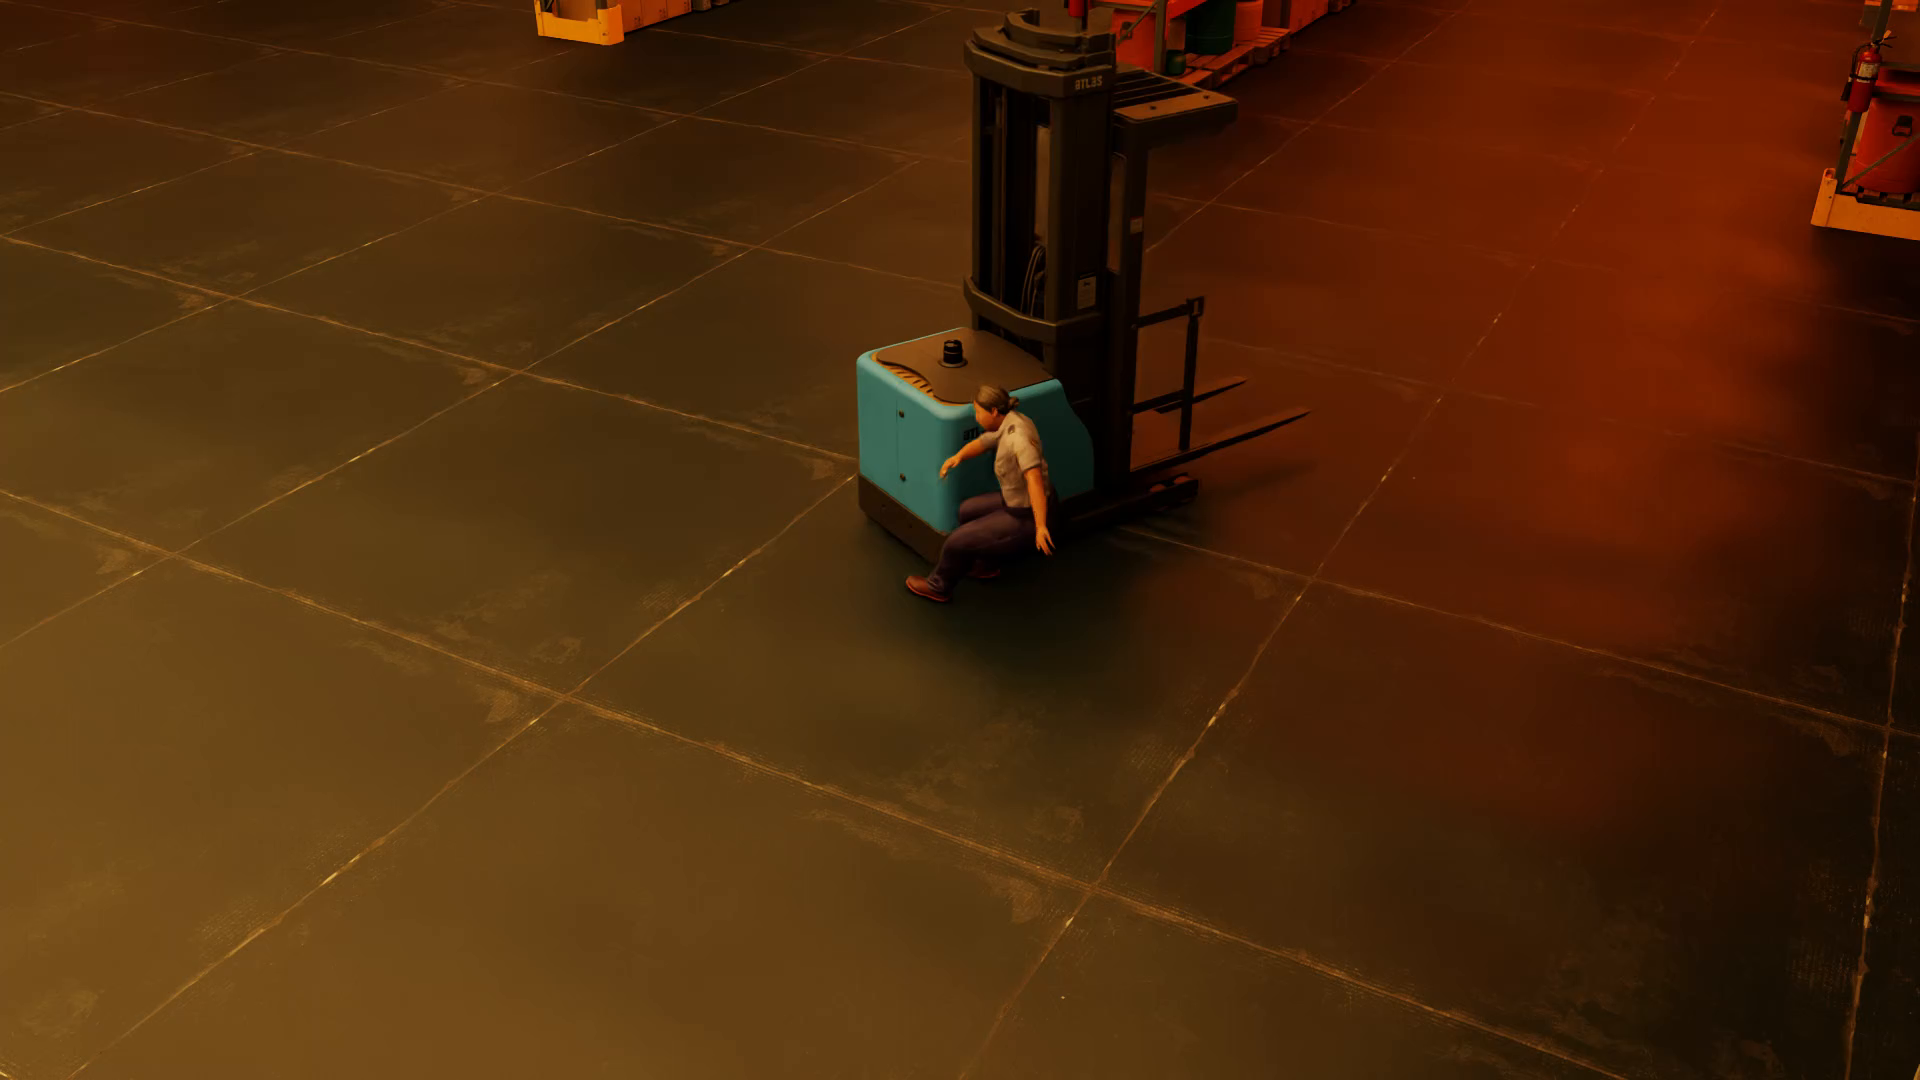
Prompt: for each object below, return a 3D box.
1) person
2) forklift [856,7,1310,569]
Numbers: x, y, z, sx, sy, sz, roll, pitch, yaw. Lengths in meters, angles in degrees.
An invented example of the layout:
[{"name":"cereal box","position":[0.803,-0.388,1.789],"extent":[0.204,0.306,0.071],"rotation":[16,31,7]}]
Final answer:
[{"name":"person","position":[0.106,-0.146,8.969],"extent":[0.892,1.397,1.014],"rotation":[4,30,7]},{"name":"forklift","position":[0.884,-1.647,9.924],"extent":[3.031,2.935,1.130],"rotation":[-19,35,-29]}]
